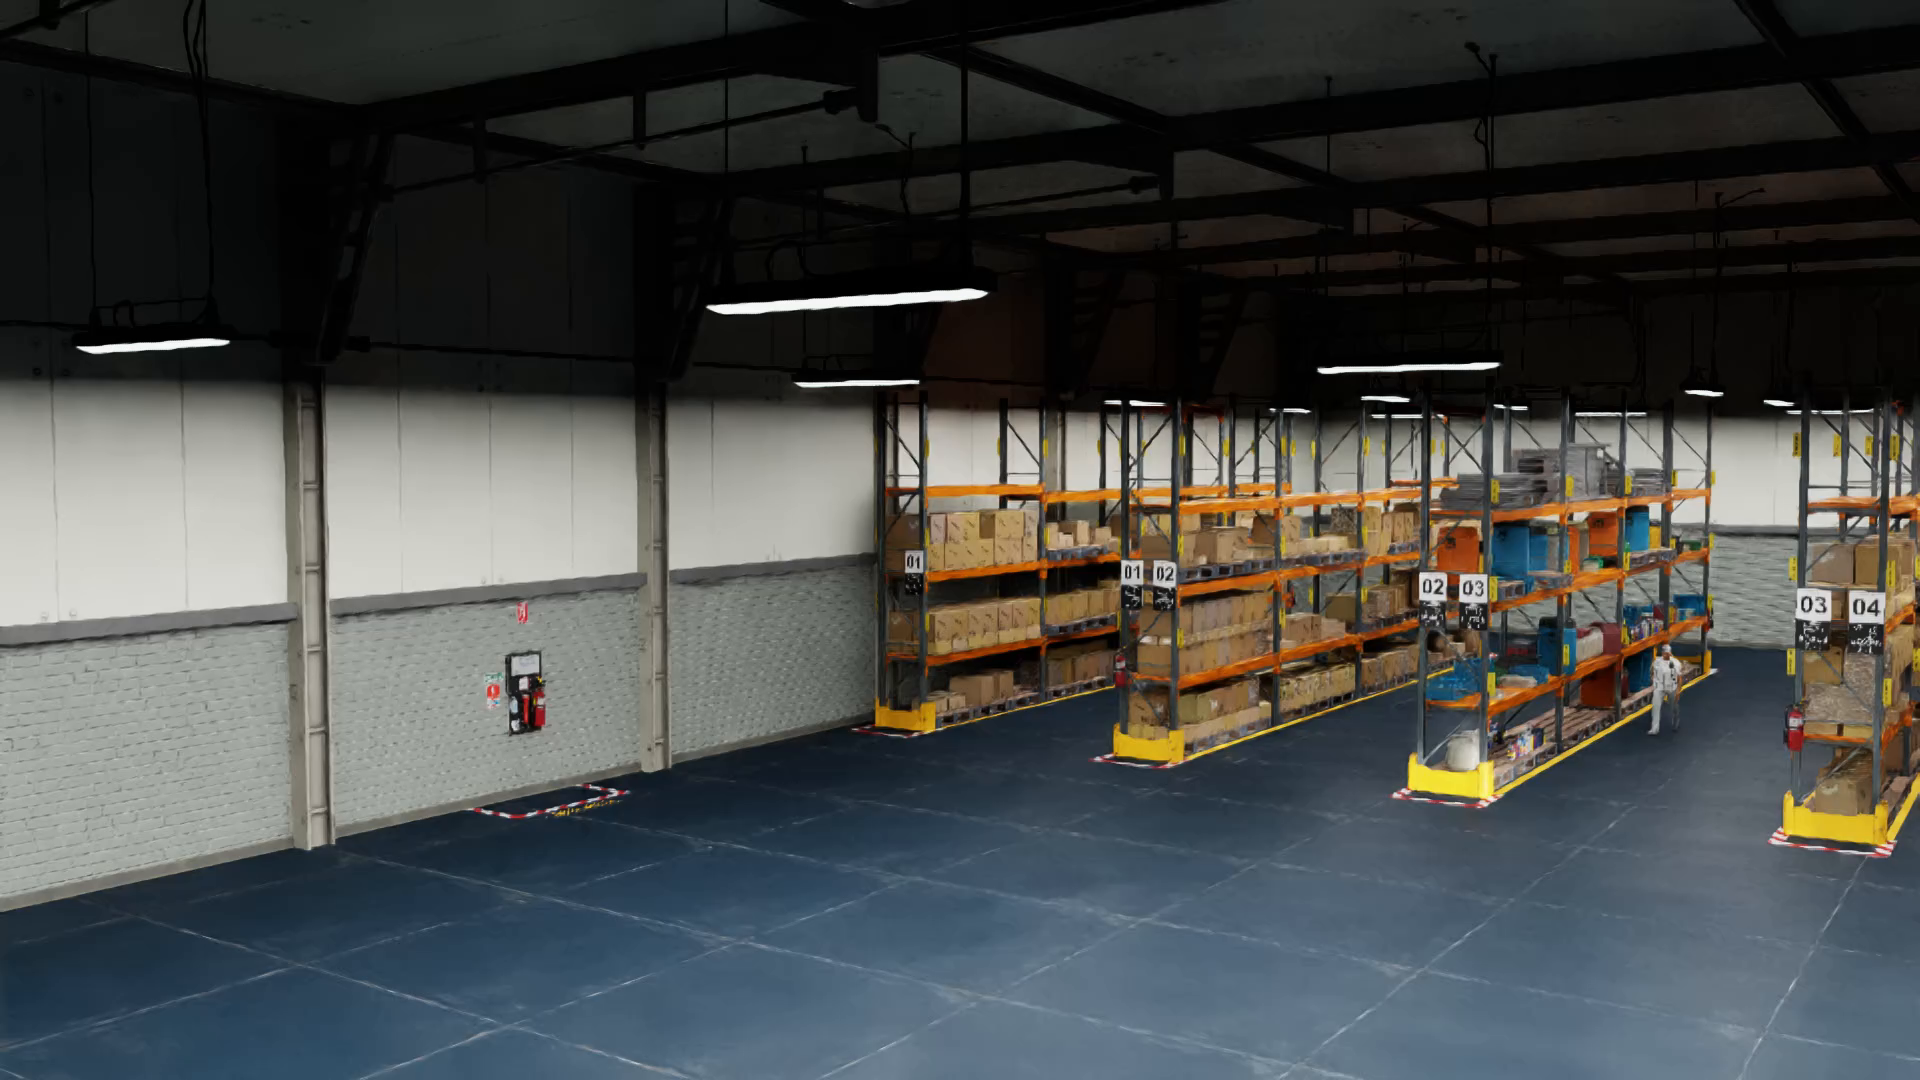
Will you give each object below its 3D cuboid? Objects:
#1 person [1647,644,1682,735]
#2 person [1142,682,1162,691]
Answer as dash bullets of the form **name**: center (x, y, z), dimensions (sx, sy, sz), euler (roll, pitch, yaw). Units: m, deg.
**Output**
- **person**: center (12.322, 2.589, 28.980), dimensions (0.481, 1.583, 1.083), euler (2, 4, 32)
- **person**: center (3.685, 2.403, 31.542), dimensions (0.719, 1.714, 0.578), euler (2, 4, 34)
